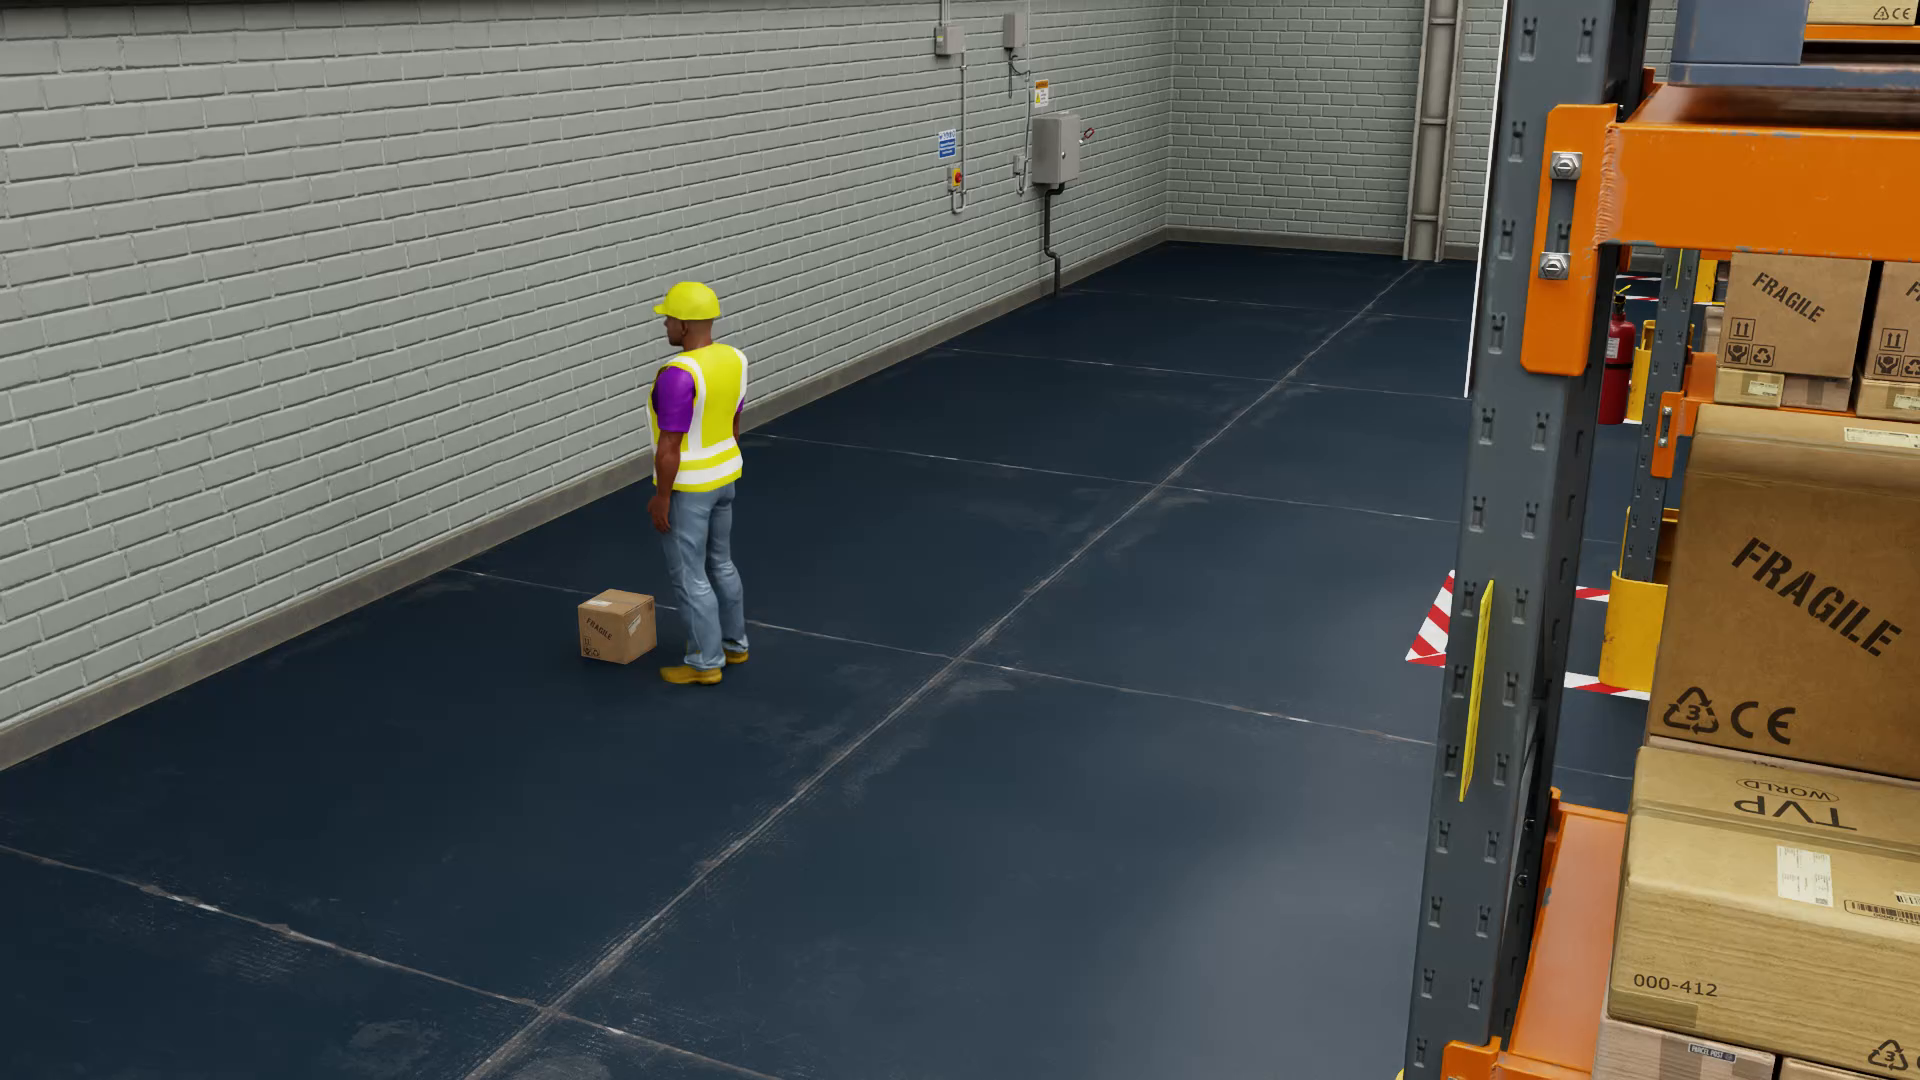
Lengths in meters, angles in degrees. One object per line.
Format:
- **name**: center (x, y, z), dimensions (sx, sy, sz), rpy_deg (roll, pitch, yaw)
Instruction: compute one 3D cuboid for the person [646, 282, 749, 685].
- **person**: center (-1.151, -0.242, 7.260), dimensions (0.365, 1.777, 0.560), rpy_deg (9, 21, 24)
